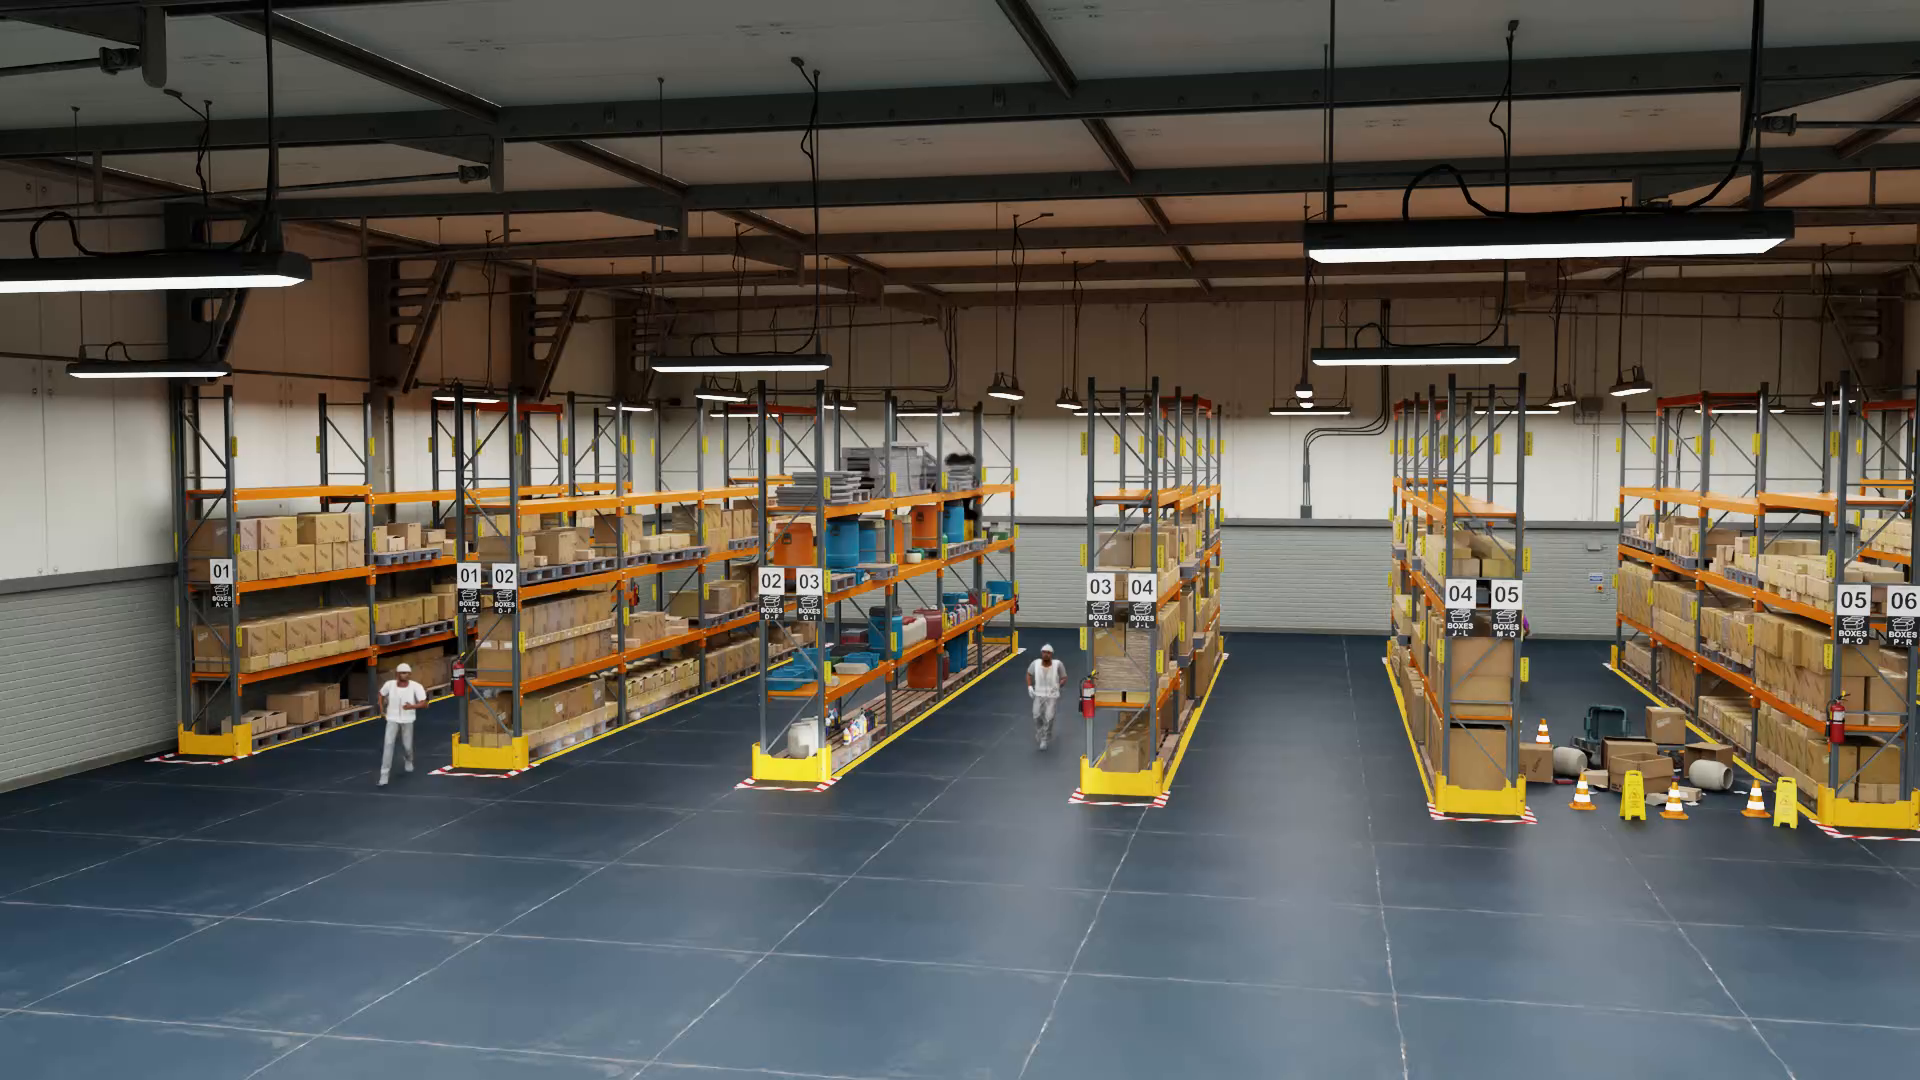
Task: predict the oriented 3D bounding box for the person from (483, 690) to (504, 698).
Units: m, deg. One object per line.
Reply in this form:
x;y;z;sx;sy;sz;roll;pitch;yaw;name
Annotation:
-8.388;2.524;29.986;0.607;1.644;0.694;0;3;3;person

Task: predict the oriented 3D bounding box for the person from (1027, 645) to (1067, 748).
1.423;2.595;27.513;0.689;1.730;0.571;0;3;8;person

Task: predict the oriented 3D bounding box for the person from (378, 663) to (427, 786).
-8.380;2.726;25.001;0.715;1.746;0.990;-1;3;-15;person

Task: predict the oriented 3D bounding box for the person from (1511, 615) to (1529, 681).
11.773;2.155;35.472;0.686;1.722;0.589;1;3;13;person
